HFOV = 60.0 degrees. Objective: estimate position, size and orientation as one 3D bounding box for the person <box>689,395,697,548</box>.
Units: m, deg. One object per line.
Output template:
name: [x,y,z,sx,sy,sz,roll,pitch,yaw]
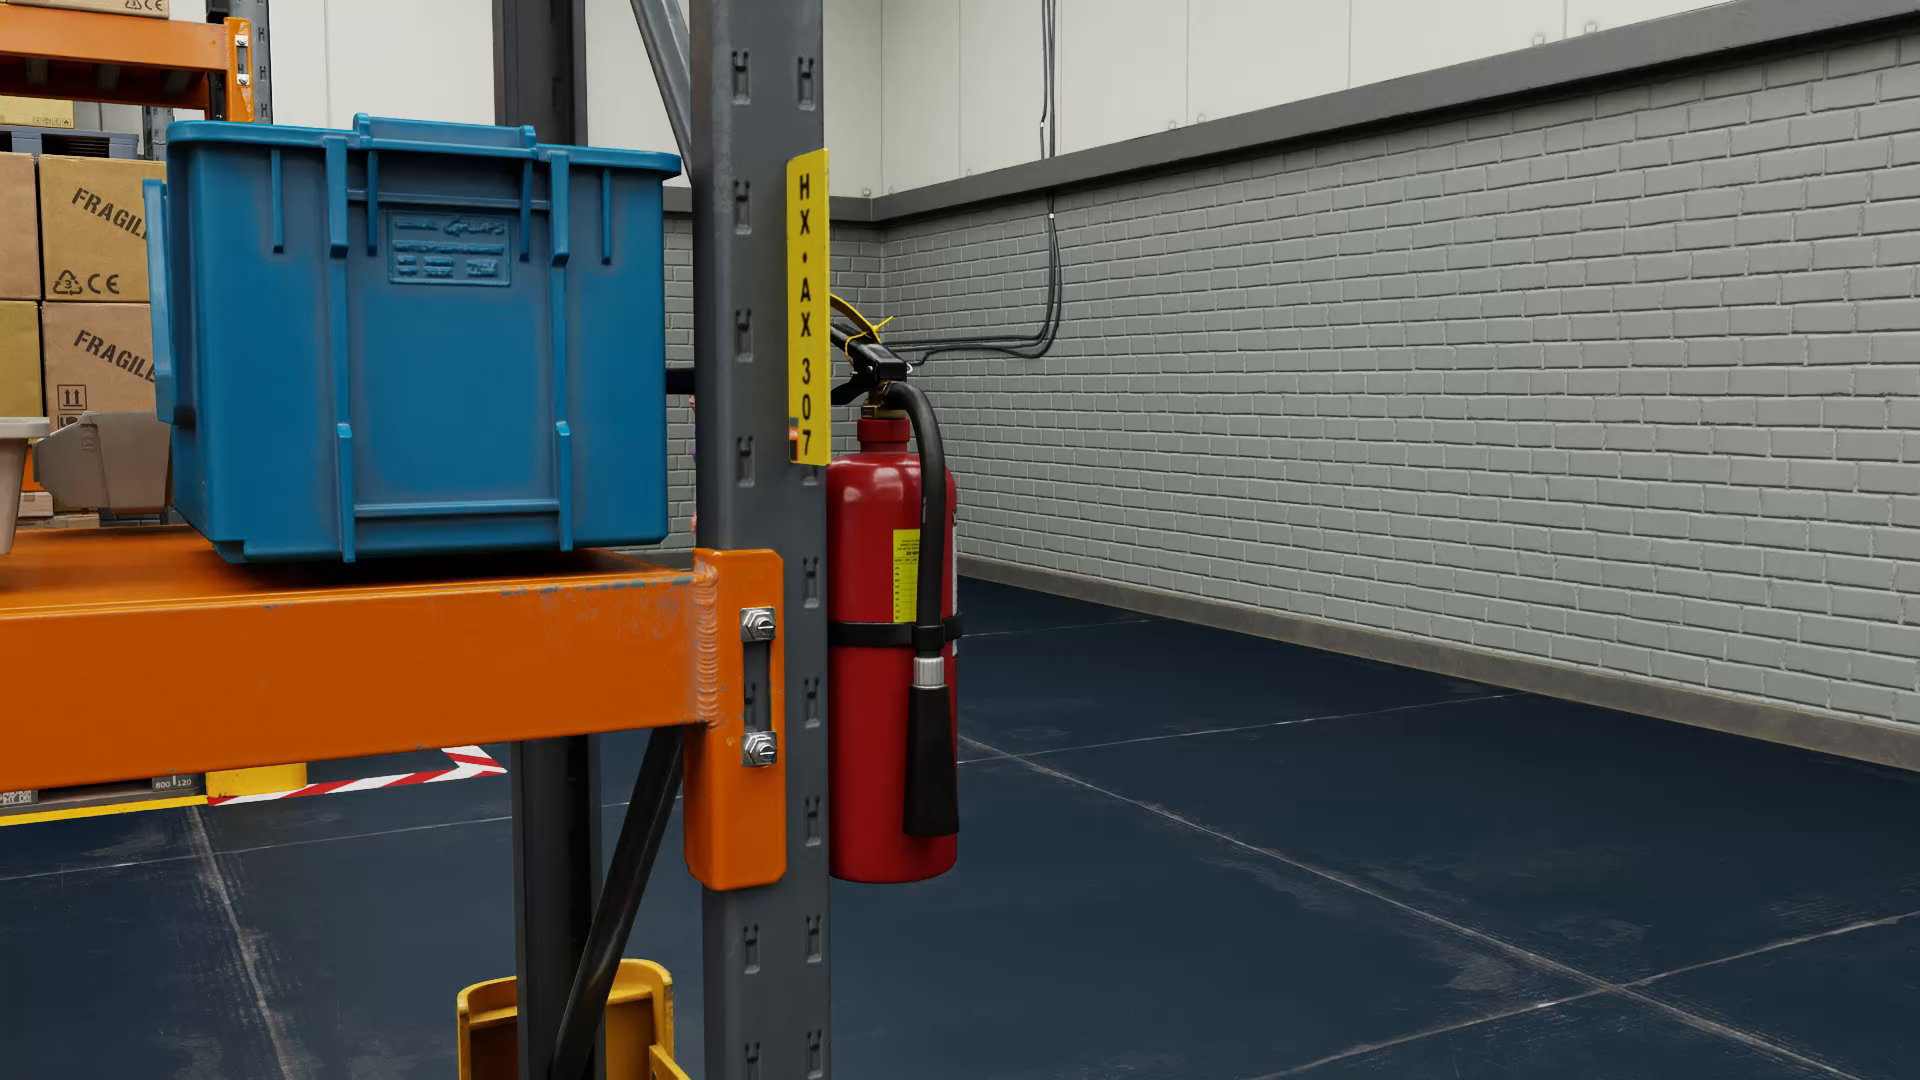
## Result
person: [-1.277,-0.043,8.800,0.341,1.481,0.485,-3,6,-32]
